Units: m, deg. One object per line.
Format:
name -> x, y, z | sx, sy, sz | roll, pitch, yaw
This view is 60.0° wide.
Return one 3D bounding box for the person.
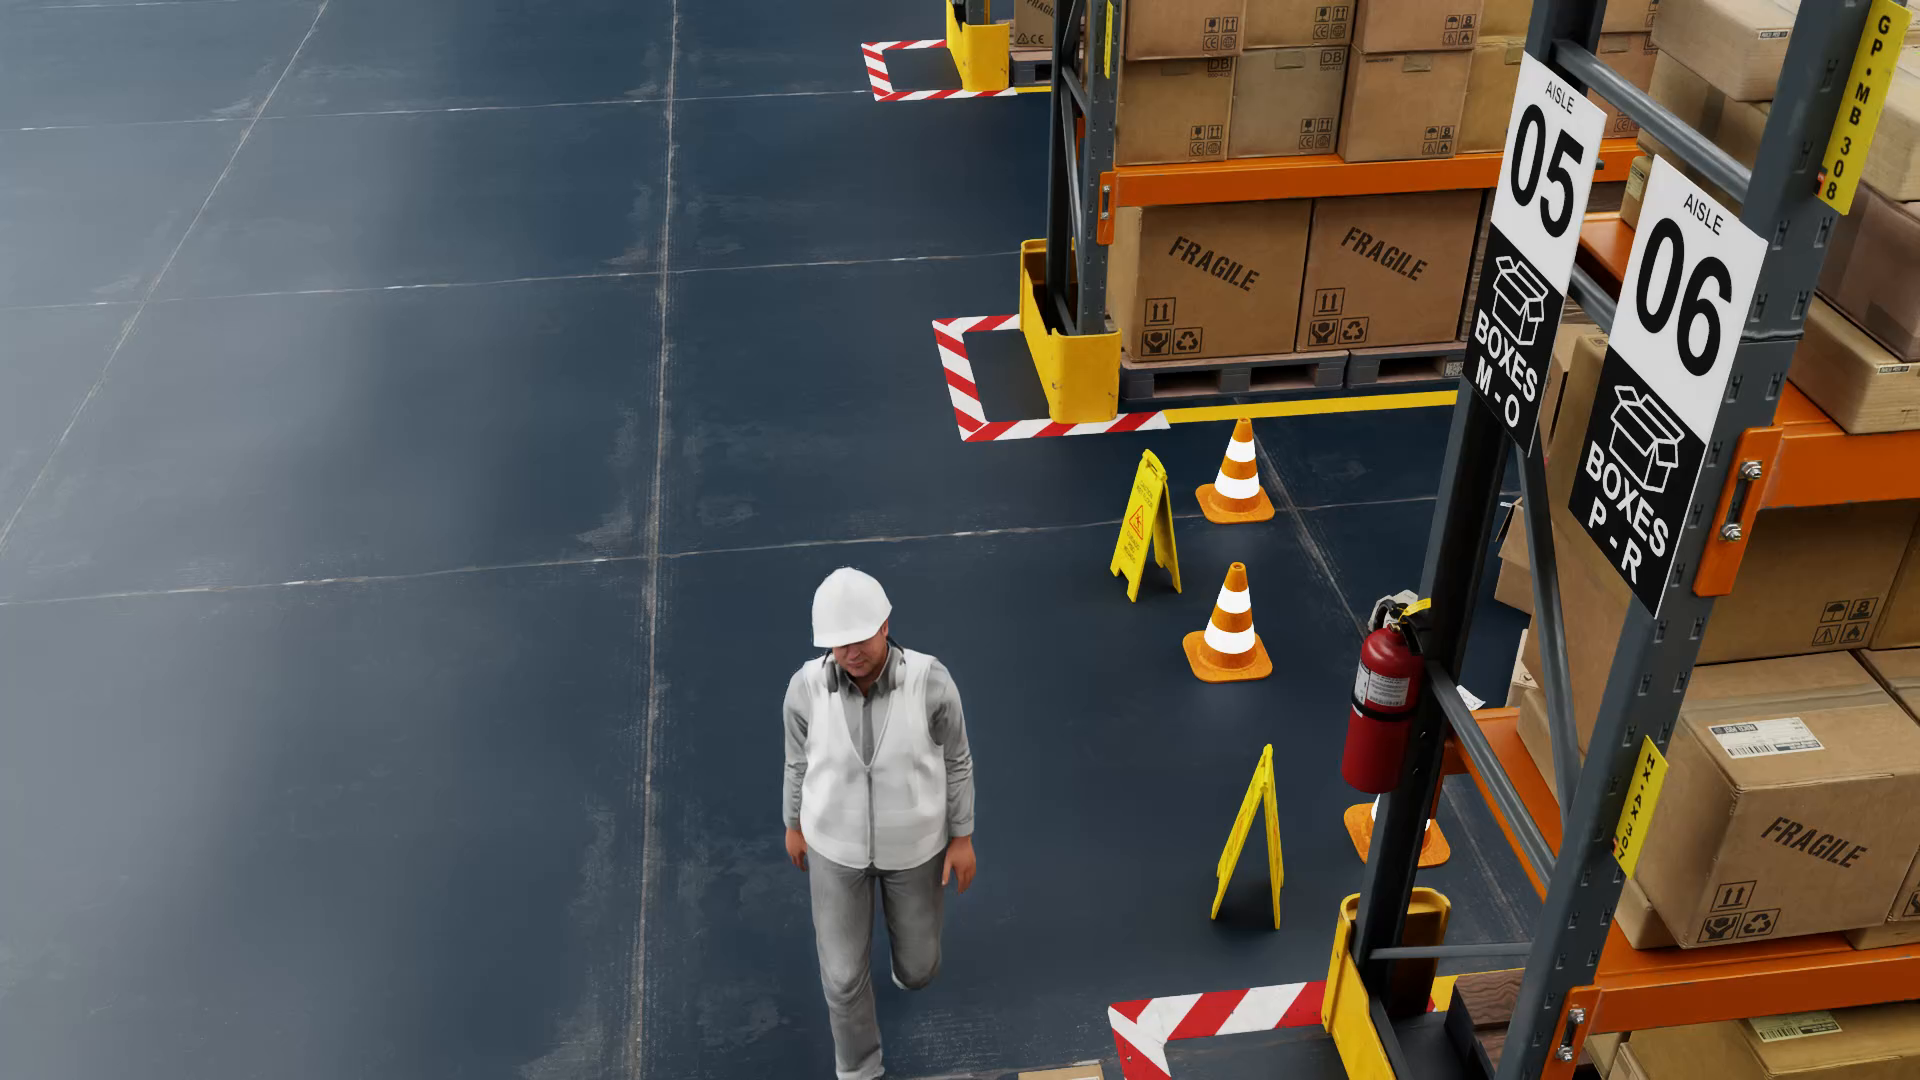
person -> -0.246, 0.920, 4.842 | 0.587, 1.701, 0.842 | 1, 35, 1
